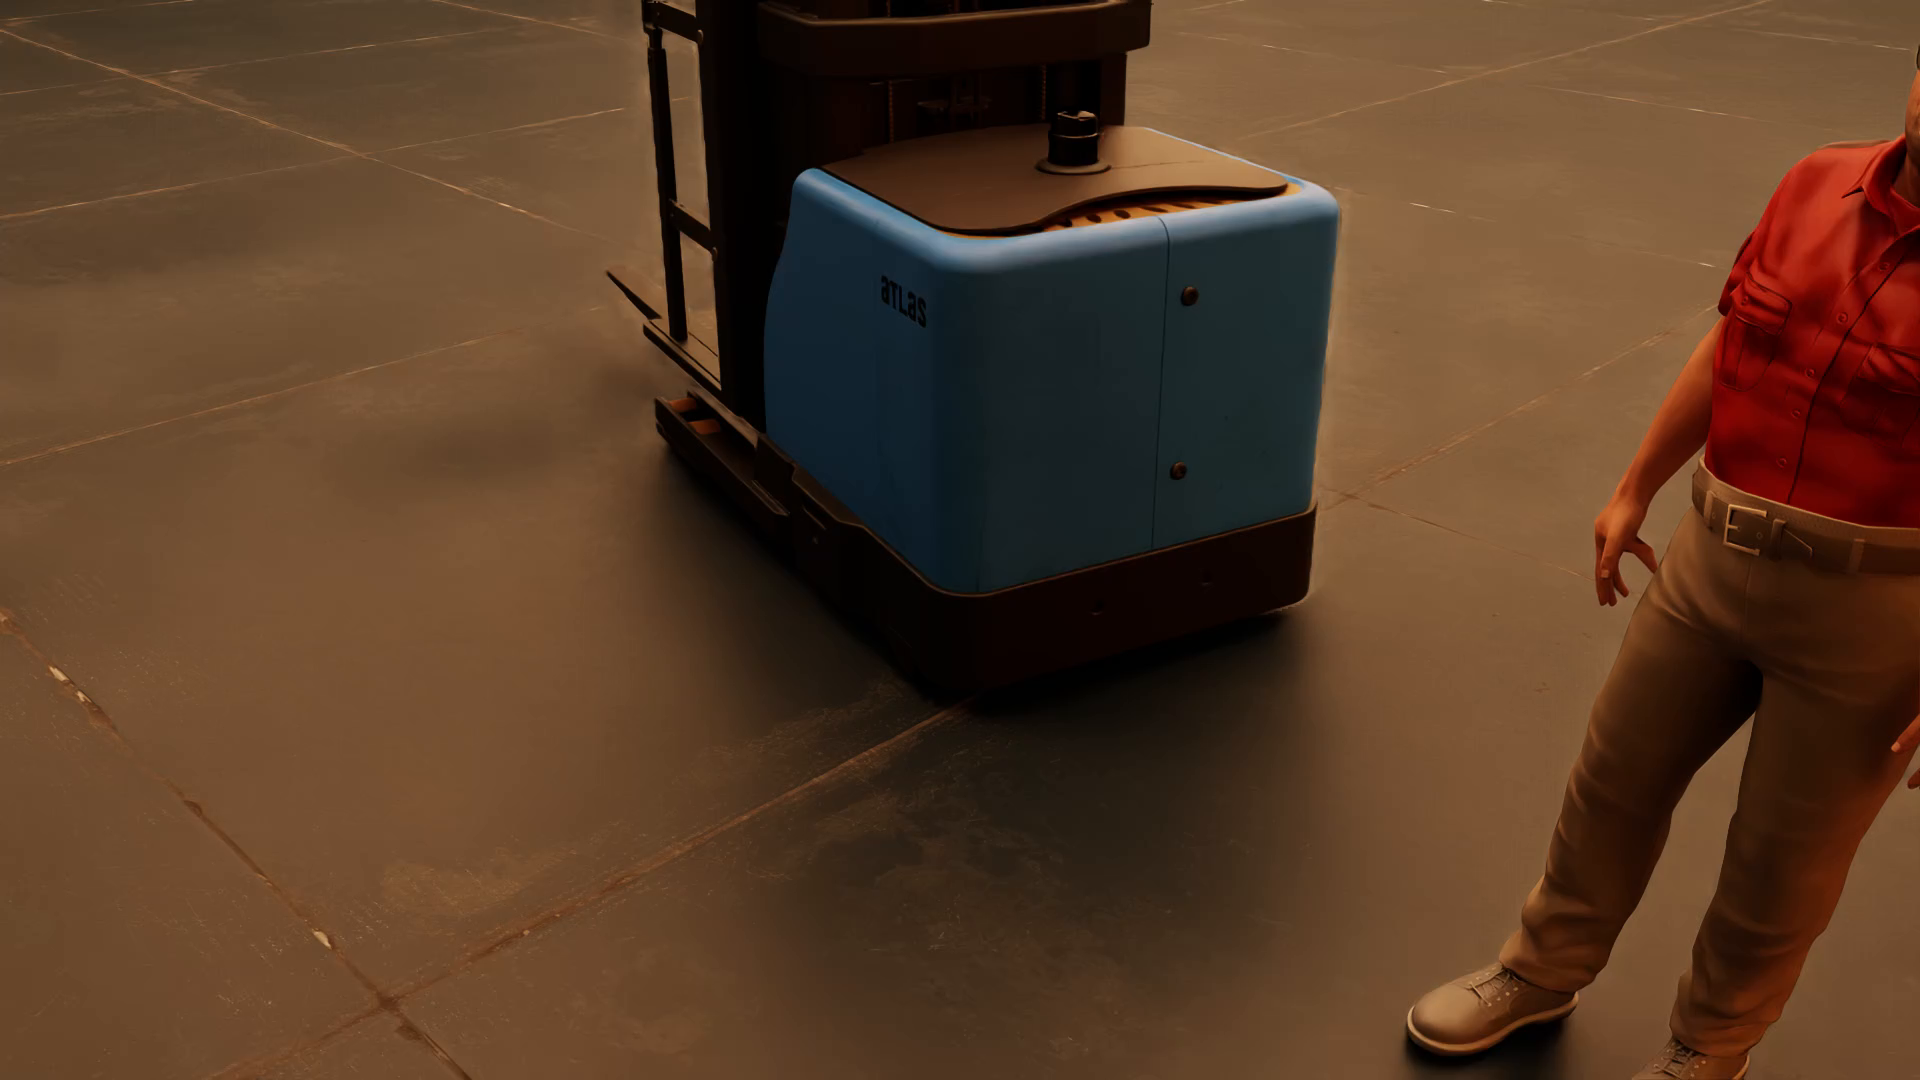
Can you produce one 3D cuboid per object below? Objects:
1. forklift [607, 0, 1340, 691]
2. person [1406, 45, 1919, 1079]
[{"bbox_3d":[-0.275,-1.594,4.464,1.130,2.935,3.031,-13,29,-25],"label":"forklift"},{"bbox_3d":[1.128,0.110,2.340,0.552,1.727,0.638,-15,30,-28],"label":"person"}]
